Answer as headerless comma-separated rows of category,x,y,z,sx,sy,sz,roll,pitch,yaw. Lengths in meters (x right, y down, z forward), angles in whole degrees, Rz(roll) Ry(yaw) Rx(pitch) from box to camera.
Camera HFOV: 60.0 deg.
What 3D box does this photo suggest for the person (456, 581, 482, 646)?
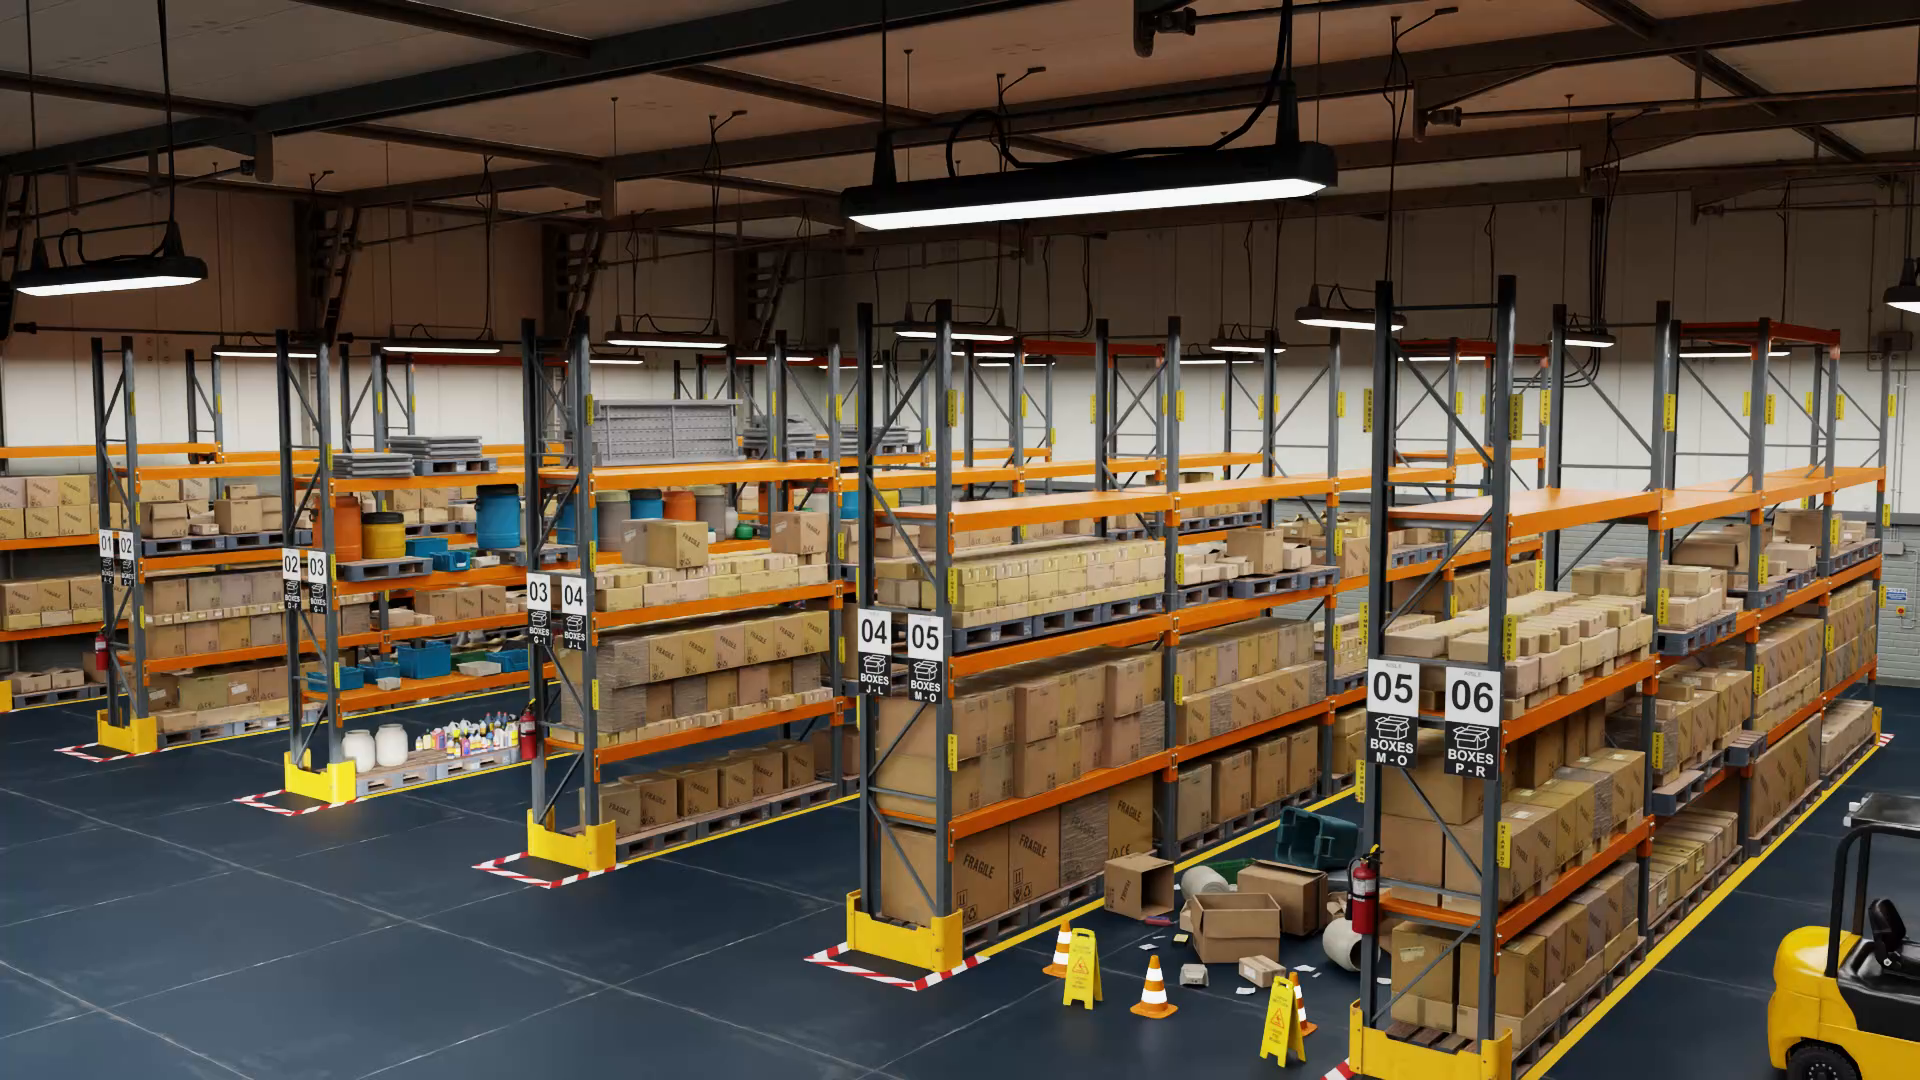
person,-9.100,1.593,31.086,0.673,1.765,0.740,3,6,28
